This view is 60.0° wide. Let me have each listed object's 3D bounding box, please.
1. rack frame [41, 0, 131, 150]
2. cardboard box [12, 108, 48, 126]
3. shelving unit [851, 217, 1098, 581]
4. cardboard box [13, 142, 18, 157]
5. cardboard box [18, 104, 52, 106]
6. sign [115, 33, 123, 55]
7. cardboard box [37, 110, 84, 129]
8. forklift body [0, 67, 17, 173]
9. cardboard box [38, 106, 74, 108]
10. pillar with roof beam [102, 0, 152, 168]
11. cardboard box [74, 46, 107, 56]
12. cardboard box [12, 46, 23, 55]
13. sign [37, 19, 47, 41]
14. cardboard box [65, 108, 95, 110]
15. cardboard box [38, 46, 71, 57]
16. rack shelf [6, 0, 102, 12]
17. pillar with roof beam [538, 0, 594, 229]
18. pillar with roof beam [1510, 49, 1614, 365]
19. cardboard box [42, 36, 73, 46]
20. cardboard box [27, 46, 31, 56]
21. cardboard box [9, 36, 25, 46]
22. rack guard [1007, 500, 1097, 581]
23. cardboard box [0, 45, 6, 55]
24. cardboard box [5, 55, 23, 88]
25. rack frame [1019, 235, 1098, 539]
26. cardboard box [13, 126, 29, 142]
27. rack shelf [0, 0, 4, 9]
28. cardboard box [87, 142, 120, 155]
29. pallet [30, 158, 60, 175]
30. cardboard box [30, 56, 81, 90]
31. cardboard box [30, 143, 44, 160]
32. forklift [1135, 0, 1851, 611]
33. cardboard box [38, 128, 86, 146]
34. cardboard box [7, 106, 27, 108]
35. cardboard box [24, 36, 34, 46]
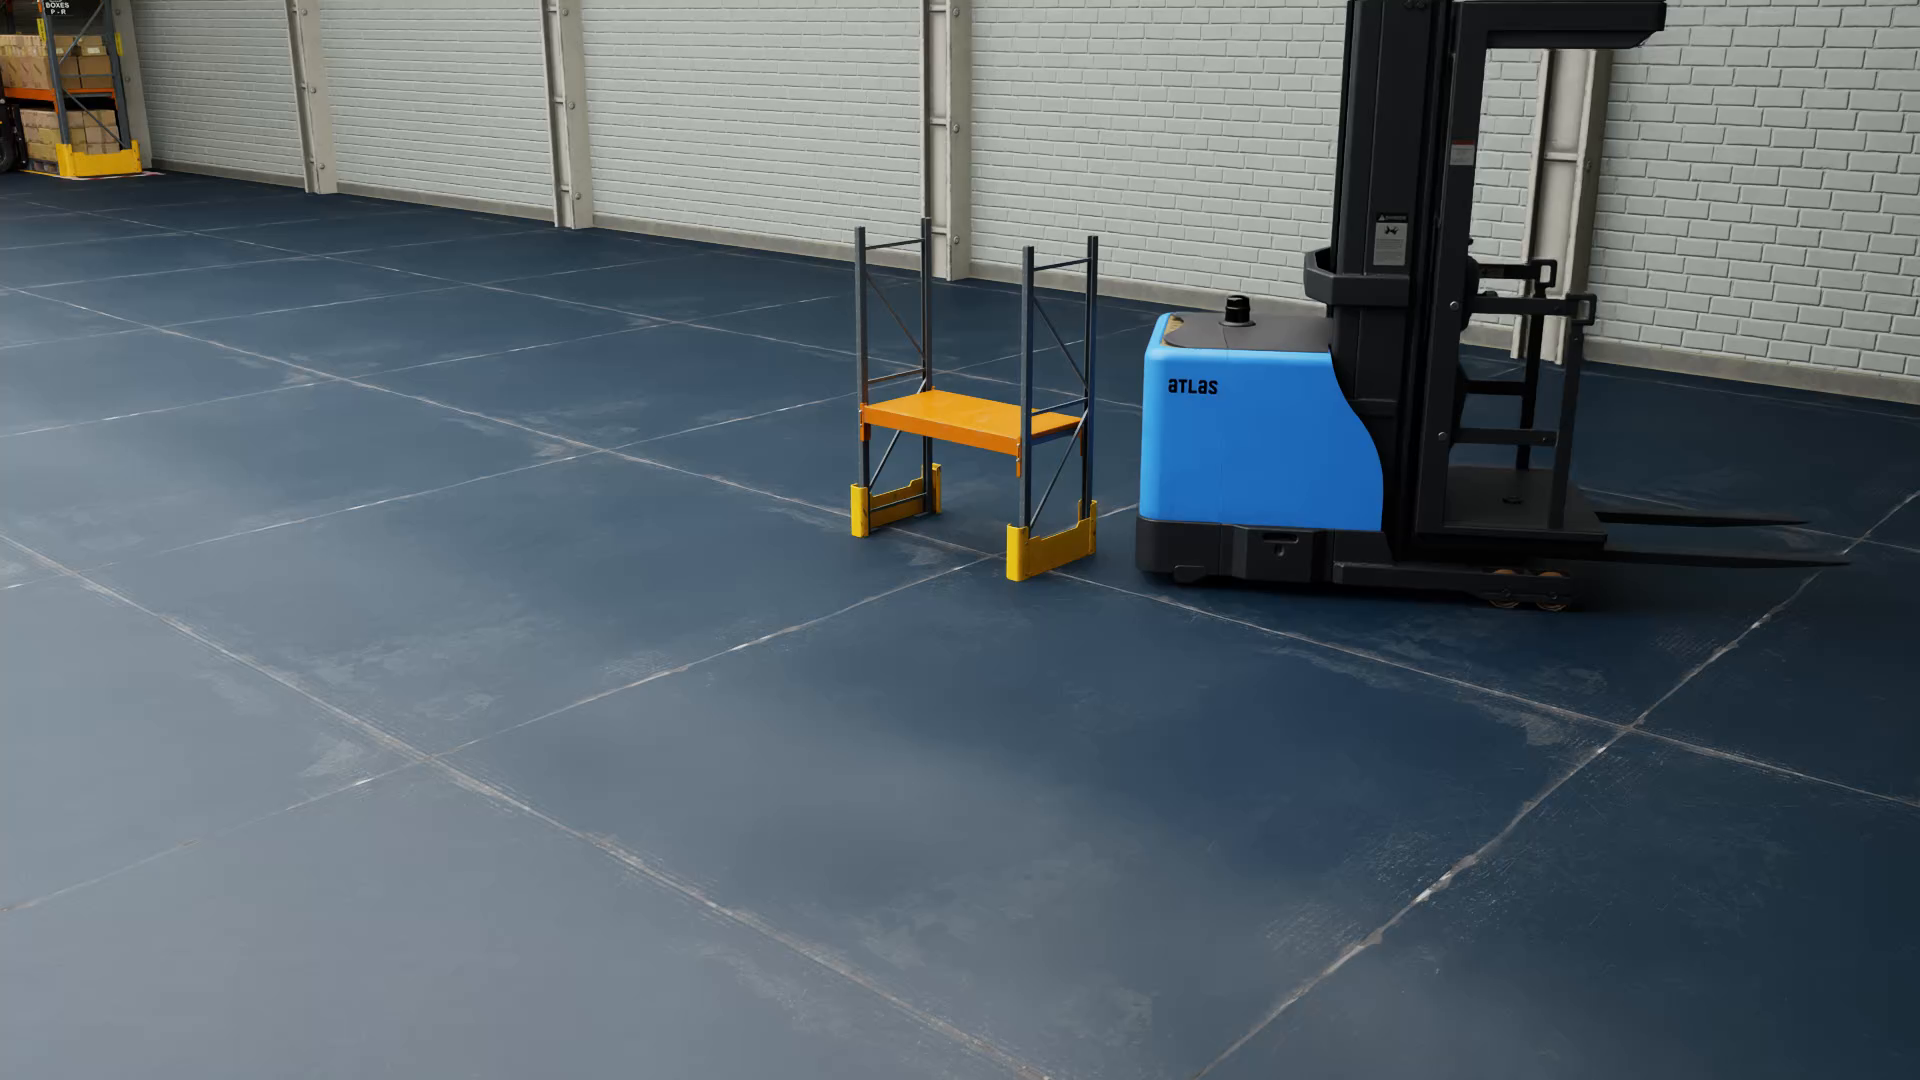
[{"bbox_3d":[-13.676,-7.260,26.030,0.127,3.000,1.000,15,23,39],"label":"rack frame"},{"bbox_3d":[-14.997,-6.848,26.931,0.500,0.250,0.500,15,23,40],"label":"cardboard box"},{"bbox_3d":[0.057,-0.700,7.837,1.083,1.500,0.587,15,23,39],"label":"shelving unit"},{"bbox_3d":[-15.375,-6.476,27.411,0.500,0.250,0.500,16,24,41],"label":"cardboard box"},{"bbox_3d":[-15.783,-7.276,28.278,0.500,0.250,0.500,15,23,38],"label":"cardboard box"},{"bbox_3d":[-13.303,-7.835,26.279,0.005,0.325,0.100,15,23,39],"label":"sign"},{"bbox_3d":[-14.228,-6.648,26.300,0.500,0.250,0.500,16,24,41],"label":"cardboard box"},{"bbox_3d":[-16.305,-6.824,26.057,1.214,2.155,2.313,15,23,39],"label":"forklift body"},{"bbox_3d":[-15.032,-7.072,27.636,0.500,0.250,0.500,14,23,38],"label":"cardboard box"},{"bbox_3d":[-16.456,-9.489,23.136,0.400,9.000,9.100,15,23,39],"label":"pillar with roof beam"},{"bbox_3d":[-13.758,-7.744,26.316,0.250,0.149,0.380,14,23,38],"label":"cardboard box"},{"bbox_3d":[-14.895,-7.829,26.584,0.250,0.149,0.380,14,22,38],"label":"cardboard box"},{"bbox_3d":[-14.047,-7.805,25.441,0.005,0.325,0.100,15,23,39],"label":"sign"},{"bbox_3d":[-14.286,-6.865,26.983,0.500,0.250,0.500,15,23,39],"label":"cardboard box"},{"bbox_3d":[-14.121,-7.623,25.936,0.250,0.149,0.380,15,23,40],"label":"cardboard box"},{"bbox_3d":[-15.172,-8.749,26.950,4.000,0.370,1.077,15,23,39],"label":"rack shelf"},{"bbox_3d":[-7.481,-7.080,15.544,0.400,9.000,9.100,15,23,39],"label":"pillar with roof beam"},{"bbox_3d":[1.494,-4.671,7.952,0.400,9.000,9.100,15,23,39],"label":"pillar with roof beam"},{"bbox_3d":[-14.084,-7.783,25.948,0.250,0.149,0.380,15,23,39],"label":"cardboard box"},{"bbox_3d":[-14.486,-7.734,26.284,0.250,0.149,0.380,16,23,40],"label":"cardboard box"},{"bbox_3d":[-14.908,-7.966,26.524,0.250,0.149,0.380,16,23,41],"label":"cardboard box"},{"bbox_3d":[0.429,-0.004,7.711,0.087,0.250,0.587,15,23,39],"label":"rack guard"},{"bbox_3d":[-15.461,-7.982,27.065,0.250,0.149,0.380,14,23,38],"label":"cardboard box"},{"bbox_3d":[-14.984,-7.556,26.797,0.500,0.500,0.500,14,23,38],"label":"cardboard box"},{"bbox_3d":[0.444,-0.596,7.509,0.032,1.500,0.500,15,23,39],"label":"rack frame"},{"bbox_3d":[-15.016,-6.617,27.028,0.500,0.250,0.500,14,23,38],"label":"cardboard box"},{"bbox_3d":[-18.164,-9.552,29.481,4.000,0.370,1.077,15,23,39],"label":"rack shelf"},{"bbox_3d":[-13.914,-6.293,26.832,0.500,0.250,0.500,15,23,39],"label":"cardboard box"},{"bbox_3d":[-14.276,-6.075,26.905,1.213,0.211,1.003,15,23,39],"label":"pallet"},{"bbox_3d":[-14.219,-7.347,26.139,0.500,0.500,0.500,14,23,38],"label":"cardboard box"},{"bbox_3d":[-14.603,-6.275,26.775,0.500,0.250,0.500,15,23,39],"label":"cardboard box"},{"bbox_3d":[2.357,-1.266,7.254,3.031,2.935,1.130,3,18,10],"label":"forklift"},{"bbox_3d":[-14.248,-6.415,26.391,0.500,0.250,0.500,15,23,39],"label":"cardboard box"},{"bbox_3d":[-15.759,-7.059,27.594,0.500,0.250,0.500,16,24,41],"label":"cardboard box"},{"bbox_3d":[-14.503,-7.872,26.228,0.250,0.149,0.380,16,23,40],"label":"cardboard box"}]
